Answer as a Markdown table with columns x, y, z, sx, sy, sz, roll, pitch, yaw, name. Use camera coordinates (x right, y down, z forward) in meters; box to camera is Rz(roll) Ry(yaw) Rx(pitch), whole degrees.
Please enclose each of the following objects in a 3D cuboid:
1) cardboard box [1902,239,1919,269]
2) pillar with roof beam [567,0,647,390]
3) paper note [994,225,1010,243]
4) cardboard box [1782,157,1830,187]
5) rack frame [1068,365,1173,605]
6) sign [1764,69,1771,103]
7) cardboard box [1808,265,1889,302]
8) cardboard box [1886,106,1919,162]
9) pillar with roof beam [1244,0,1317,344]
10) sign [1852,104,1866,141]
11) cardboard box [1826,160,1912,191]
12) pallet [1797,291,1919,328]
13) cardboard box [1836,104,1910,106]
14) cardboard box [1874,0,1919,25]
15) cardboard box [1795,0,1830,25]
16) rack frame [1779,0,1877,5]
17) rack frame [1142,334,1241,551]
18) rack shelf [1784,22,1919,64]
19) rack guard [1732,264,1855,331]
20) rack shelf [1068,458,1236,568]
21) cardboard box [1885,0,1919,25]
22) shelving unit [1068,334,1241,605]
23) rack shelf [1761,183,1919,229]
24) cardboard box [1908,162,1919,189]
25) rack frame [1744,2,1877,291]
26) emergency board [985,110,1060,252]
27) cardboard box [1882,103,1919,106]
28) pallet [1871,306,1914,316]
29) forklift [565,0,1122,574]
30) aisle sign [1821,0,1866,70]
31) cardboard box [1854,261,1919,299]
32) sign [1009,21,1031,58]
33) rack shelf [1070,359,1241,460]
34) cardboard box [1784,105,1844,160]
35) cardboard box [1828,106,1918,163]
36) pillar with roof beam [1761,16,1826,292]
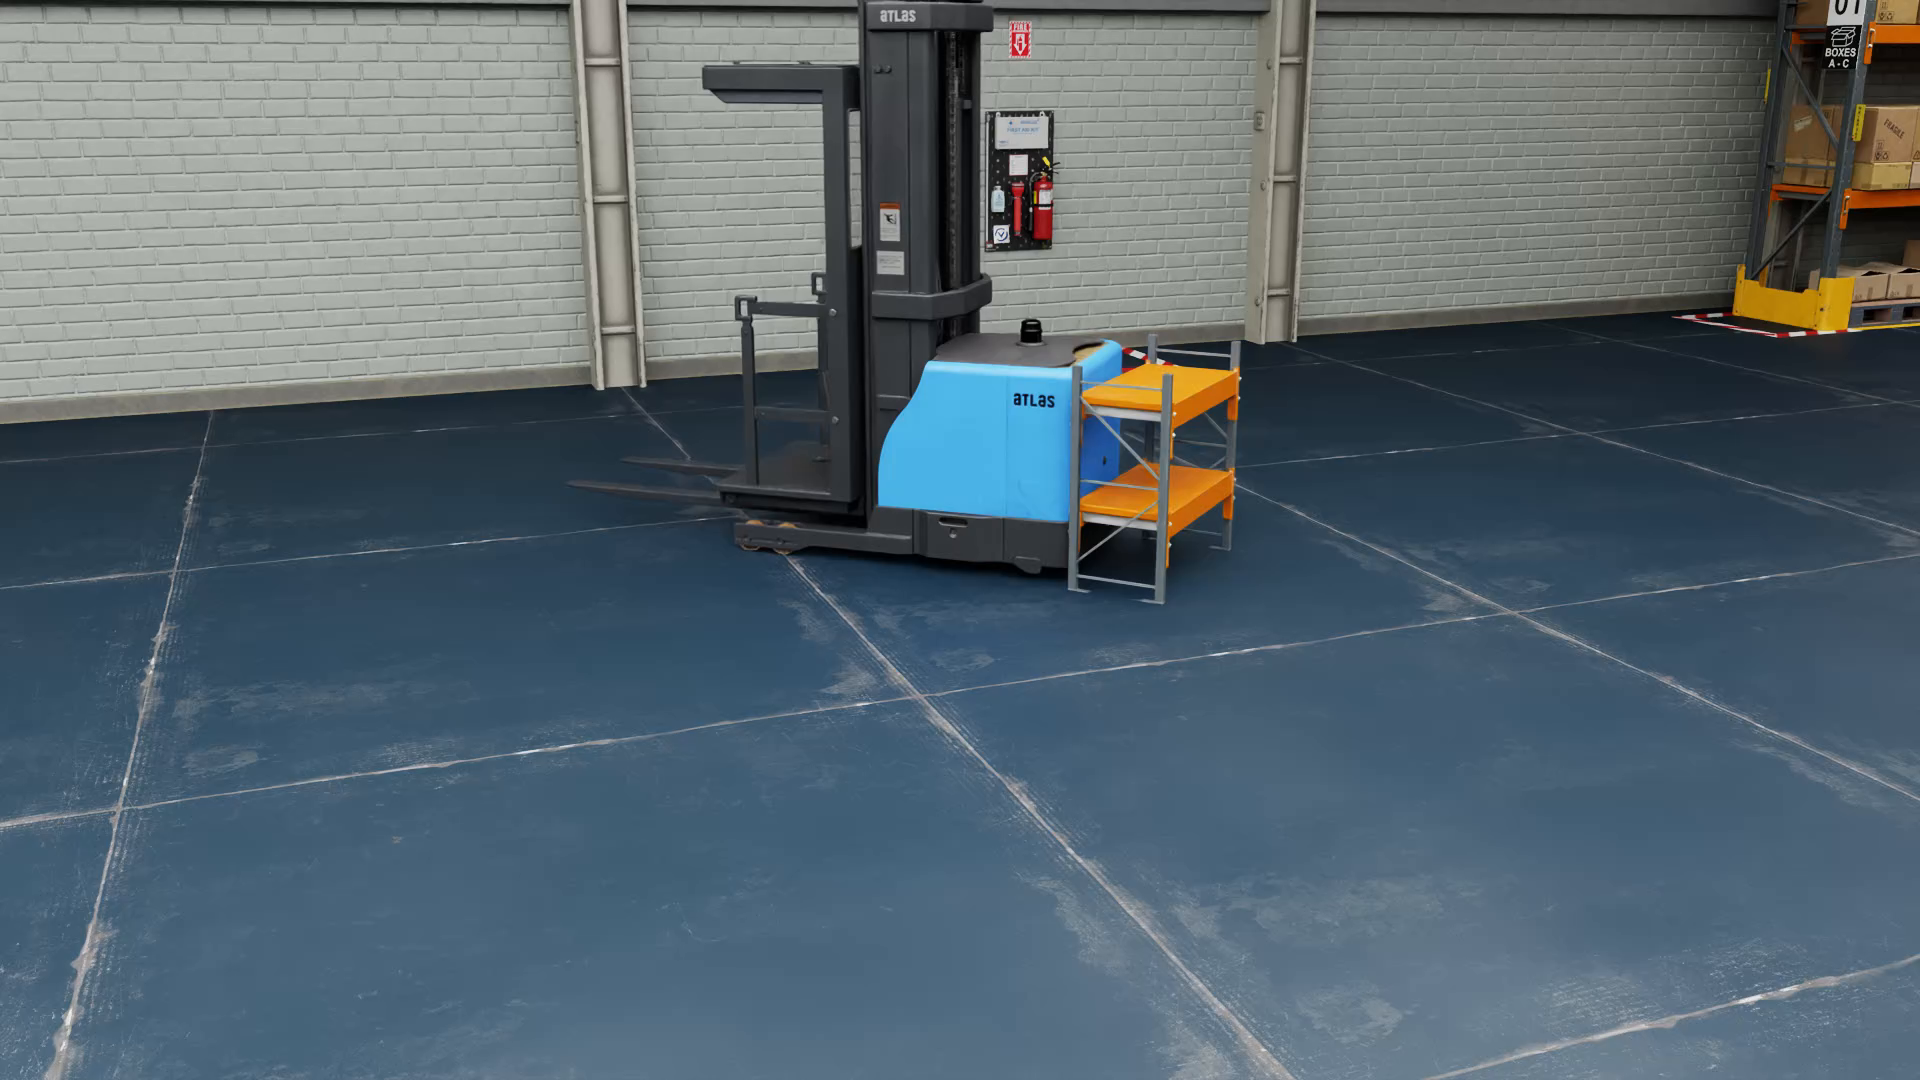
| x | y | z | sx | sy | sz | roll | pitch | yaw | name |
| --- | --- | --- | --- | --- | --- | --- | --- | --- | --- |
| 10.041 | -2.770 | 16.863 | 0.500 | 0.500 | 0.700 | -7 | 18 | -24 | cardboard box |
| -1.194 | -4.428 | 8.206 | 0.400 | 9.000 | 9.100 | -6 | 17 | -20 | pillar with roof beam |
| 0.357 | -2.626 | 14.279 | 0.142 | 0.148 | 0.016 | -6 | 17 | -20 | paper note |
| 8.494 | -3.630 | 16.365 | 0.500 | 0.250 | 0.500 | -6 | 17 | -19 | cardboard box |
| 0.764 | -0.262 | 7.994 | 0.500 | 1.125 | 0.032 | 8 | 18 | 26 | rack frame |
| 7.947 | -4.449 | 16.309 | 0.005 | 0.325 | 0.100 | -6 | 17 | -20 | sign |
| 8.805 | -2.561 | 16.487 | 0.500 | 0.311 | 0.500 | -8 | 18 | -26 | cardboard box |
| 9.146 | -3.908 | 15.981 | 0.500 | 0.500 | 0.500 | -6 | 17 | -20 | cardboard box |
| 4.409 | -5.033 | 10.266 | 0.400 | 9.000 | 9.100 | -6 | 17 | -20 | pillar with roof beam |
| 8.321 | -3.867 | 15.405 | 0.005 | 0.325 | 0.100 | -6 | 17 | -20 | sign |
| 8.696 | -3.497 | 15.914 | 0.500 | 0.250 | 0.500 | -7 | 18 | -22 | cardboard box |
| 8.969 | -2.336 | 16.679 | 1.213 | 0.211 | 1.003 | -6 | 17 | -20 | pallet |
| 8.965 | -4.043 | 16.442 | 0.500 | 0.500 | 0.500 | -6 | 17 | -19 | cardboard box |
| 8.529 | -5.059 | 15.464 | 0.500 | 0.500 | 0.500 | -6 | 17 | -19 | cardboard box |
| 8.426 | -5.199 | 15.944 | 0.500 | 0.500 | 0.500 | -5 | 17 | -16 | cardboard box |
| 8.127 | -6.472 | 15.168 | 0.127 | 3.000 | 1.000 | -6 | 17 | -20 | rack frame |
| 1.226 | -0.517 | 8.863 | 0.500 | 1.125 | 0.032 | 8 | 18 | 26 | rack frame |
| 9.995 | -4.890 | 16.378 | 4.000 | 0.370 | 1.077 | -6 | 17 | -20 | rack shelf |
| 8.198 | -2.402 | 16.391 | 0.348 | 0.500 | 1.175 | -6 | 17 | -20 | rack guard |
| 0.995 | -0.155 | 8.497 | 0.538 | 0.278 | 1.000 | 8 | 18 | 26 | rack shelf |
| 9.043 | -5.103 | 15.617 | 0.500 | 0.500 | 0.500 | -5 | 17 | -16 | cardboard box |
| 0.995 | -0.390 | 8.429 | 0.538 | 1.125 | 1.048 | 8 | 18 | 26 | shelving unit |
| 9.995 | -3.450 | 16.801 | 4.000 | 0.370 | 1.077 | -6 | 17 | -20 | rack shelf |
| 9.176 | -3.553 | 16.105 | 0.500 | 0.250 | 0.500 | -7 | 18 | -22 | cardboard box |
| 8.127 | -3.594 | 16.013 | 0.127 | 3.000 | 1.000 | -6 | 17 | -20 | rack frame |
| 0.547 | -3.048 | 14.154 | 0.643 | 1.169 | 0.194 | -6 | 17 | -20 | emergency board |
| 9.446 | -4.096 | 16.623 | 0.500 | 0.500 | 0.500 | -7 | 18 | -22 | cardboard box |
| 10.107 | -2.458 | 17.094 | 1.213 | 0.211 | 1.003 | -6 | 17 | -20 | pallet |
| -0.690 | -1.462 | 8.877 | 3.031 | 2.935 | 1.130 | 5 | 17 | 18 | forklift |
| 8.167 | -4.755 | 15.353 | 0.004 | 0.787 | 0.394 | -6 | 17 | -20 | aisle sign |
| 9.338 | -2.618 | 16.682 | 0.500 | 0.311 | 0.500 | -5 | 17 | -15 | cardboard box |
| 0.504 | -4.186 | 13.914 | 0.199 | 0.298 | 0.001 | -6 | 17 | -20 | sign |
| 0.995 | -0.670 | 8.346 | 0.538 | 0.278 | 1.000 | 8 | 18 | 26 | rack shelf |
| 8.491 | -3.995 | 16.278 | 0.500 | 0.500 | 0.500 | -6 | 18 | -21 | cardboard box |
| 8.680 | -3.860 | 15.820 | 0.500 | 0.500 | 0.500 | -6 | 17 | -20 | cardboard box |
| 10.012 | -5.638 | 12.326 | 0.400 | 9.000 | 9.100 | -6 | 17 | -20 | pillar with roof beam |
